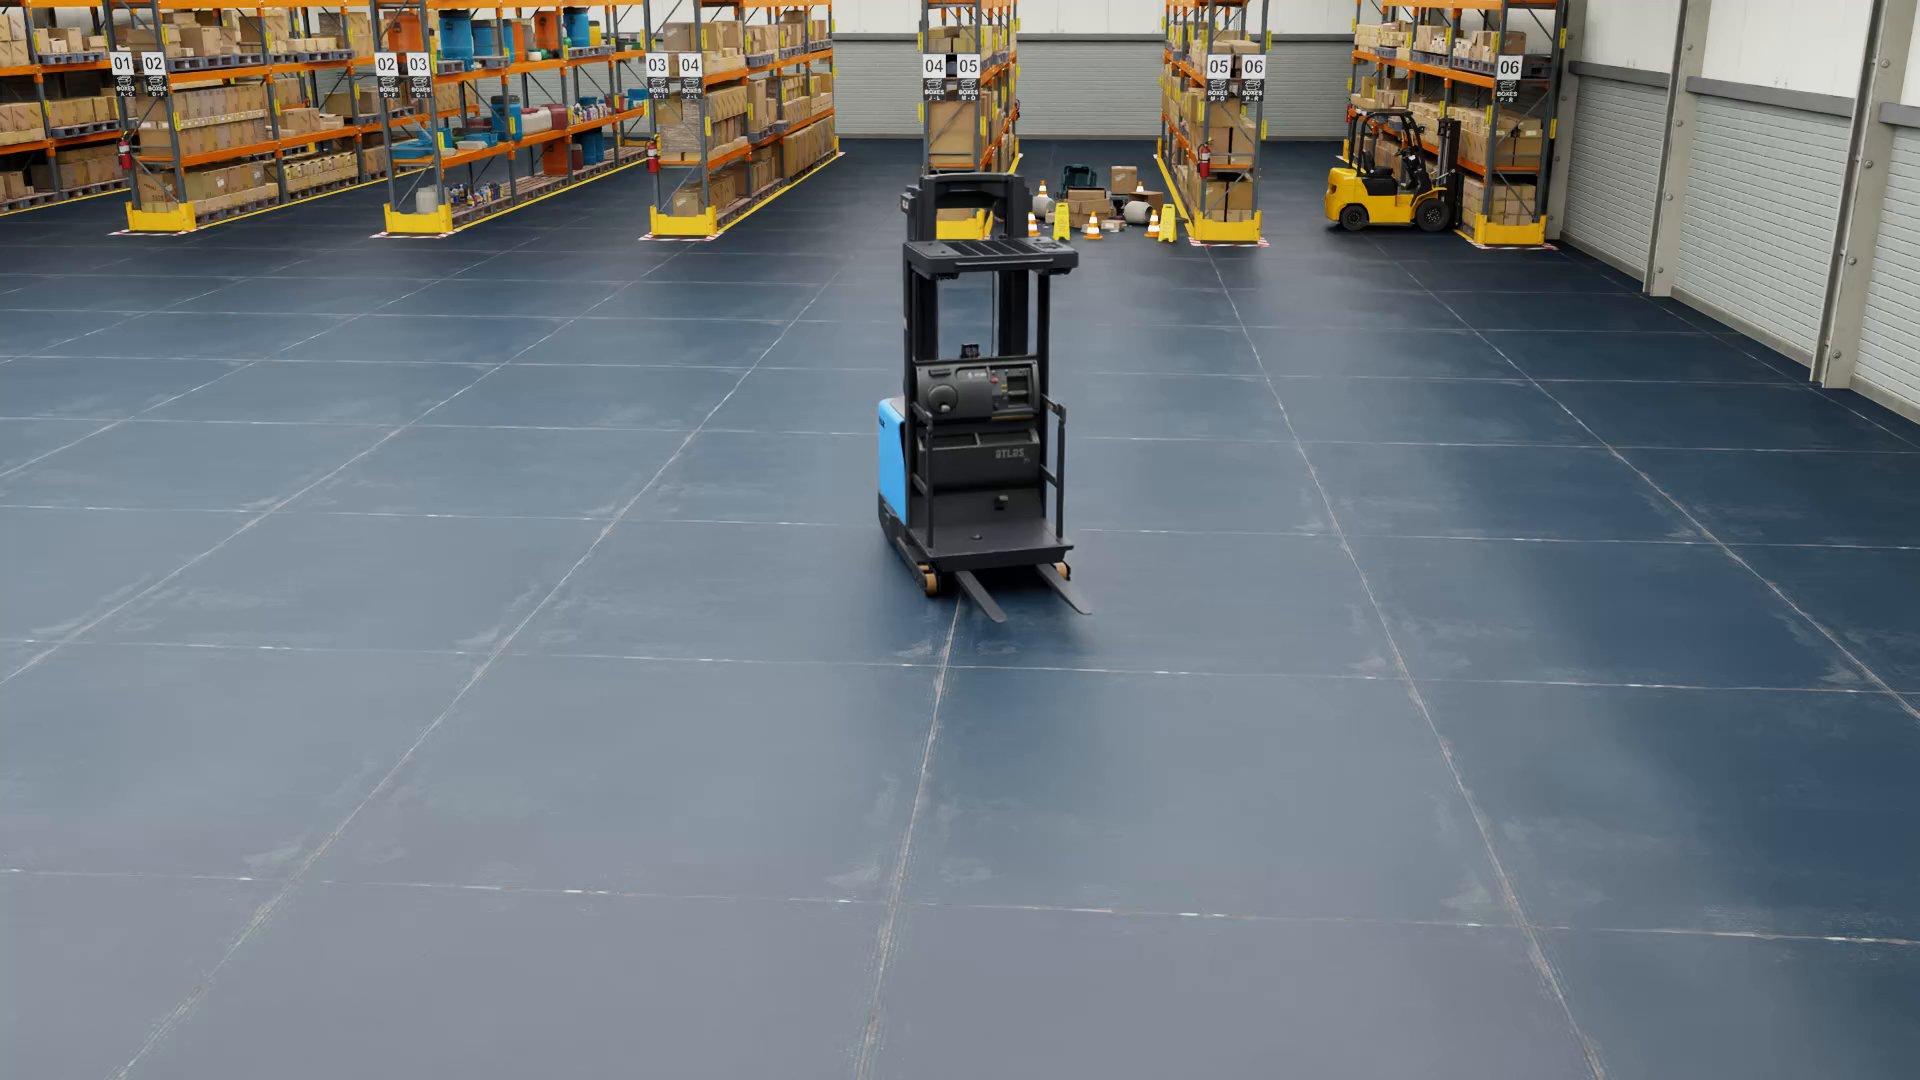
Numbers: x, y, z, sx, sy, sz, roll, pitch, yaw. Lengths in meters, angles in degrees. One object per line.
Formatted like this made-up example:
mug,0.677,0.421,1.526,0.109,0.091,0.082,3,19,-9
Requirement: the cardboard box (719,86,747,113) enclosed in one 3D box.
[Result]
cardboard box,-4.556,-8.808,33.241,0.500,0.500,0.500,1,18,4

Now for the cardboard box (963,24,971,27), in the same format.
cardboard box,0.270,-11.758,38.282,0.396,0.266,0.258,1,18,4

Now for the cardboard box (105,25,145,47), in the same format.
cardboard box,-19.357,-11.695,38.612,0.700,0.500,0.500,0,18,0

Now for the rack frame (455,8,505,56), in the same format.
rack frame,-9.739,-11.251,33.307,1.000,3.000,0.127,1,18,4

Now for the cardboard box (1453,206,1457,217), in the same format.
cardboard box,9.574,-6.233,31.371,0.500,0.250,0.500,2,18,6

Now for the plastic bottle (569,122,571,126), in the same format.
plastic bottle,-9.099,-9.711,38.440,0.152,0.276,0.135,1,18,4

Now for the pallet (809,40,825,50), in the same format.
pallet,-4.066,-12.789,42.962,1.003,0.211,1.213,1,18,4

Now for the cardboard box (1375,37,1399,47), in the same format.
cardboard box,10.395,-12.094,40.462,0.500,0.250,0.500,1,18,4

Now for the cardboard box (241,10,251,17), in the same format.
cardboard box,-18.685,-13.438,43.002,0.500,0.500,0.500,1,18,3

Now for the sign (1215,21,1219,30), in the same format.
sign,6.201,-12.365,40.187,0.100,0.325,0.005,1,18,4

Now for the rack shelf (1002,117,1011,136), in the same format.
rack shelf,0.572,-9.669,39.270,1.077,0.370,4.000,1,18,4

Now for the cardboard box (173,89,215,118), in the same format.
cardboard box,-14.848,-8.415,32.042,0.700,0.500,0.500,1,18,4

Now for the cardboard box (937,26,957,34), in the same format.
cardboard box,-0.259,-9.816,32.034,0.380,0.149,0.250,1,18,3

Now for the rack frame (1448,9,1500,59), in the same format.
rack frame,10.037,-10.810,31.960,1.000,3.000,0.127,1,18,4

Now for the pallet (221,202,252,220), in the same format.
pallet,-14.863,-6.561,33.106,1.003,0.211,1.213,1,18,4

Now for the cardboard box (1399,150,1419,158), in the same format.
cardboard box,10.107,-8.680,37.394,0.380,0.149,0.250,0,18,1

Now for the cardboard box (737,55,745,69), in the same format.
cardboard box,-4.571,-9.496,33.011,0.500,0.250,0.500,2,18,6

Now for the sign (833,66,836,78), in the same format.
sign,-3.398,-12.663,45.011,0.100,0.325,0.005,1,18,4

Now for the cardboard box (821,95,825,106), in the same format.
cardboard box,-3.815,-11.453,43.321,0.500,0.250,0.500,1,18,4

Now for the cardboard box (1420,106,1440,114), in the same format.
cardboard box,9.925,-9.063,35.063,0.380,0.149,0.250,2,18,5

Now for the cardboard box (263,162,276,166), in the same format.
cardboard box,-14.905,-7.965,35.755,0.500,0.311,0.500,2,18,5

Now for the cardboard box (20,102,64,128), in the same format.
cardboard box,-19.550,-9.035,35.313,0.700,0.500,0.500,1,18,4

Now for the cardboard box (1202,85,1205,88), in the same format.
cardboard box,5.652,-9.981,37.300,0.500,0.500,0.500,1,18,2

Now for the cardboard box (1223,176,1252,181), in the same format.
cardboard box,5.167,-6.490,30.948,0.500,0.500,0.500,1,18,2

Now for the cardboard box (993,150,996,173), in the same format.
cardboard box,0.235,-8.062,36.147,1.050,0.750,0.750,2,18,5

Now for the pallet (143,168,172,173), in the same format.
pallet,-19.202,-8.782,39.884,1.003,0.211,1.213,1,18,4

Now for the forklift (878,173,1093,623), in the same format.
forklift,0.190,-1.117,12.125,1.130,2.935,3.031,-5,19,-14

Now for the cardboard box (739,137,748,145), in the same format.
cardboard box,-4.521,-8.097,33.720,0.380,0.149,0.250,1,18,4

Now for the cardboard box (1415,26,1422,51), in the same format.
cardboard box,10.029,-10.701,35.452,0.500,0.500,0.500,1,18,4

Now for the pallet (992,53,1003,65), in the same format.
pallet,0.358,-10.177,35.150,1.003,0.211,1.213,2,18,6

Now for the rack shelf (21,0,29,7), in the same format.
rack shelf,-19.764,-10.508,32.199,1.077,0.370,4.000,1,18,4

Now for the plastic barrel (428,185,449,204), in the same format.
plastic barrel,-10.019,-6.537,31.876,0.421,0.512,0.421,0,18,0

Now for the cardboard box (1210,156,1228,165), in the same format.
cardboard box,4.613,-6.828,29.846,0.380,0.149,0.250,2,18,6

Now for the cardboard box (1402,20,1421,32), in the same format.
cardboard box,10.671,-12.155,39.310,0.396,0.266,0.258,1,18,4

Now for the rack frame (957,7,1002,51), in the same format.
rack frame,0.428,-12.241,36.328,1.000,3.000,0.127,1,18,4

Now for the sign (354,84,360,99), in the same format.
sign,-13.839,-10.293,38.159,0.100,0.325,0.005,1,18,4

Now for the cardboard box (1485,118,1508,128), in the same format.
cardboard box,9.552,-7.407,29.530,0.380,0.149,0.250,1,18,4

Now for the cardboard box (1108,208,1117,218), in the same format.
cardboard box,2.887,-6.564,33.029,0.258,0.266,0.396,-13,22,-34

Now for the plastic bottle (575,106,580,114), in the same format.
plastic bottle,-9.145,-10.188,39.777,0.144,0.351,0.185,1,18,4

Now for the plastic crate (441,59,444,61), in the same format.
plastic crate,-10.123,-9.241,32.331,0.336,0.188,0.450,1,18,4

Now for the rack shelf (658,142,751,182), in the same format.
rack shelf,-4.942,-7.327,32.121,1.077,0.370,4.000,1,18,4

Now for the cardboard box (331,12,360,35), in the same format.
cardboard box,-14.318,-11.996,38.632,0.500,0.500,0.500,1,18,4

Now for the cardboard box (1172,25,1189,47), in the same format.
cardboard box,5.307,-11.958,39.448,0.500,0.500,0.500,1,18,3

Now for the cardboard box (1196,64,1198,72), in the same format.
cardboard box,4.639,-8.885,31.306,0.380,0.149,0.250,1,18,3

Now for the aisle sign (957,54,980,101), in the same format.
aisle sign,0.149,-8.112,29.187,0.394,0.787,0.004,1,18,4

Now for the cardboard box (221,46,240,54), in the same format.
cardboard box,-14.493,-9.703,32.906,0.380,0.149,0.250,1,18,4

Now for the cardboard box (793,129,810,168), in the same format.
cardboard box,-4.314,-9.487,40.297,1.225,0.875,0.875,1,18,2

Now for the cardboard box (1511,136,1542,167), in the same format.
cardboard box,10.063,-6.912,29.538,0.500,0.500,0.500,2,18,6

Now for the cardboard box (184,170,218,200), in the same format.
cardboard box,-14.672,-6.836,32.004,0.500,0.500,0.500,1,18,4

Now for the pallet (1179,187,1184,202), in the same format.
pallet,5.225,-7.365,35.561,1.003,0.211,1.213,1,18,4
